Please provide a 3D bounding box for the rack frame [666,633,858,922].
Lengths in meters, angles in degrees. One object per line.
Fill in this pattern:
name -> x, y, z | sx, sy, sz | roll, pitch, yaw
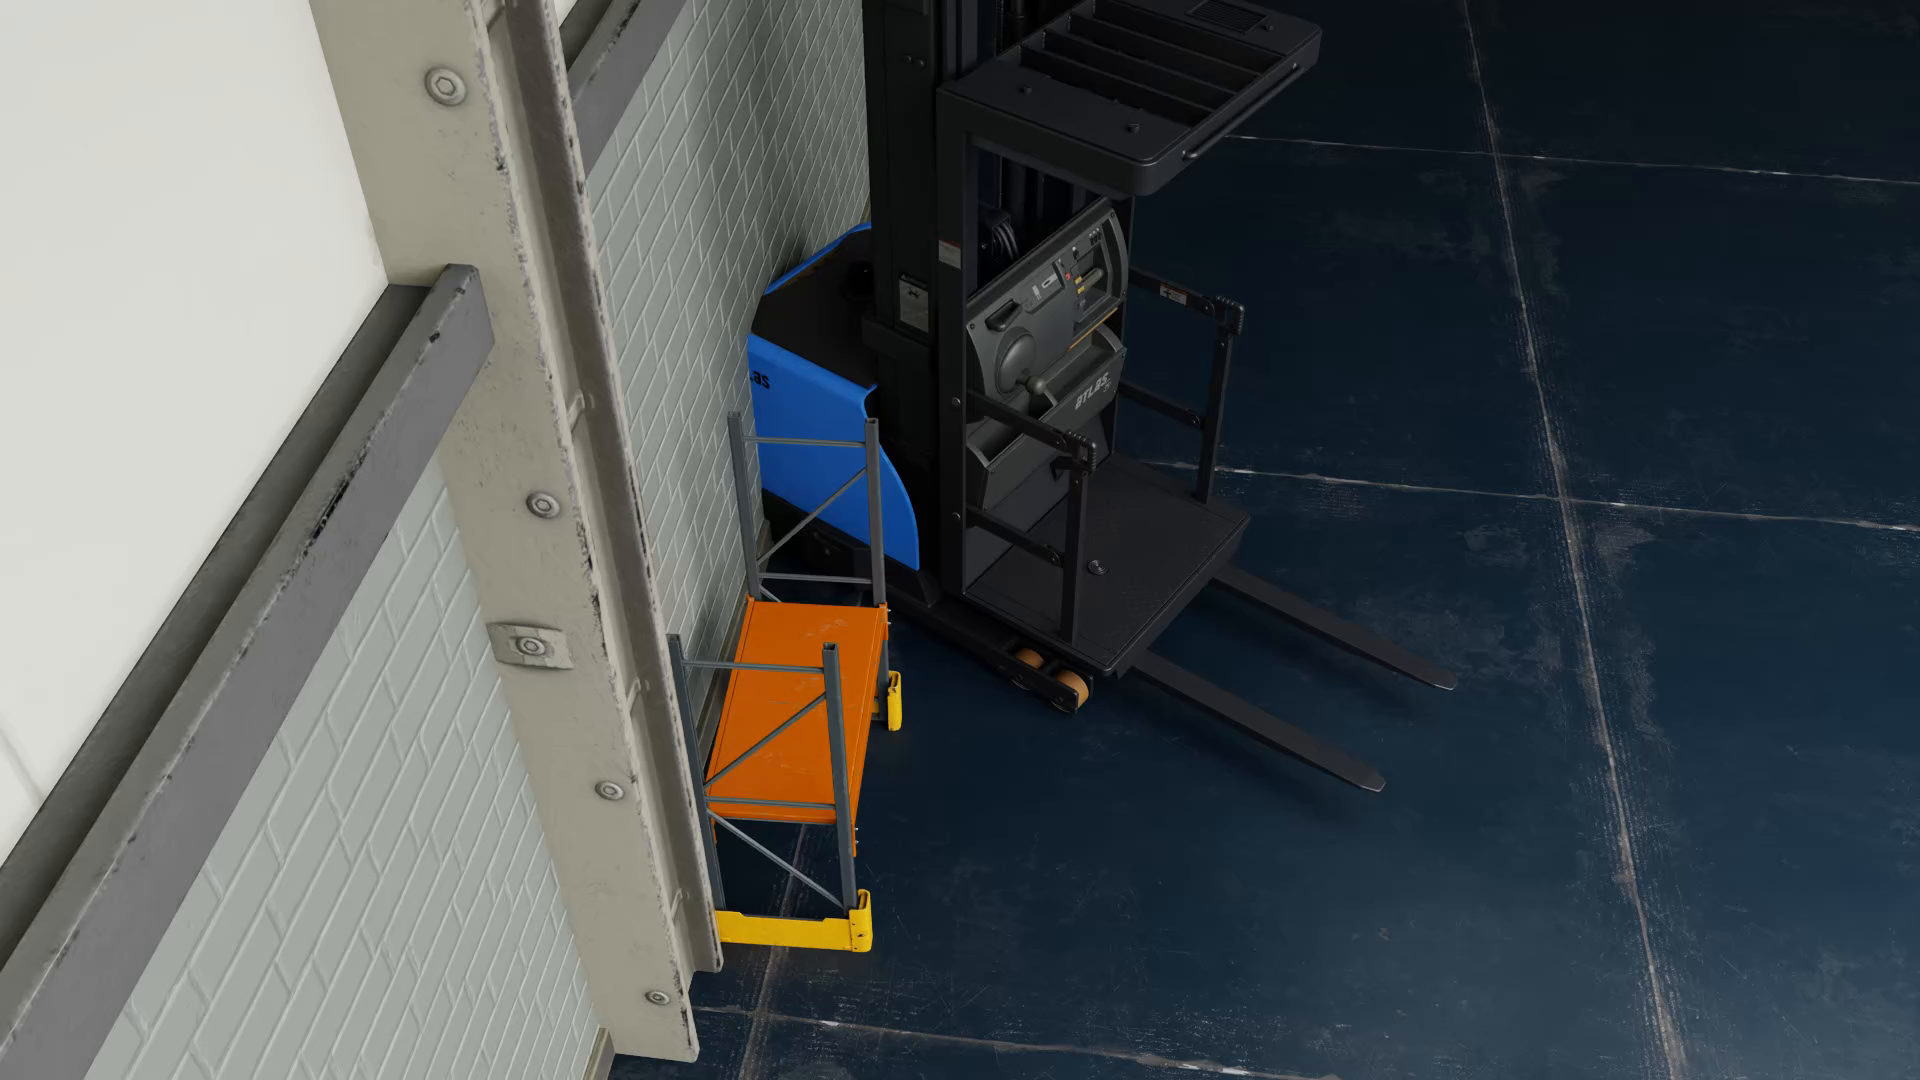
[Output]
rack frame -> -0.599, 0.837, 5.275 | 0.500, 1.500, 0.032 | 3, 44, 3

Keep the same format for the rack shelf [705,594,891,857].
rack shelf -> -0.560, 0.619, 5.767 | 0.538, 0.185, 1.000 | 3, 44, 3

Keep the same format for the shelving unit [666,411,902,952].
shelving unit -> -0.561, 0.495, 5.637 | 0.587, 1.500, 1.083 | 3, 44, 3

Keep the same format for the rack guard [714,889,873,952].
rack guard -> -0.599, 1.290, 5.706 | 0.587, 0.250, 0.087 | 3, 44, 3

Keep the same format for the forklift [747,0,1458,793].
forklift -> 0.497, -0.806, 5.970 | 3.031, 2.935, 1.130 | 27, 50, 26

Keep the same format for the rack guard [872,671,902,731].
rack guard -> -0.522, 0.607, 6.427 | 0.587, 0.250, 0.087 | 3, 44, 3

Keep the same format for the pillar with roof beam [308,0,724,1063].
pillar with roof beam -> 3.275, -1.315, 2.094 | 9.100, 9.000, 0.400 | 5, 44, 6

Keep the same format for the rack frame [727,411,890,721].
rack frame -> -0.521, 0.140, 6.011 | 0.500, 1.500, 0.032 | 3, 44, 3
